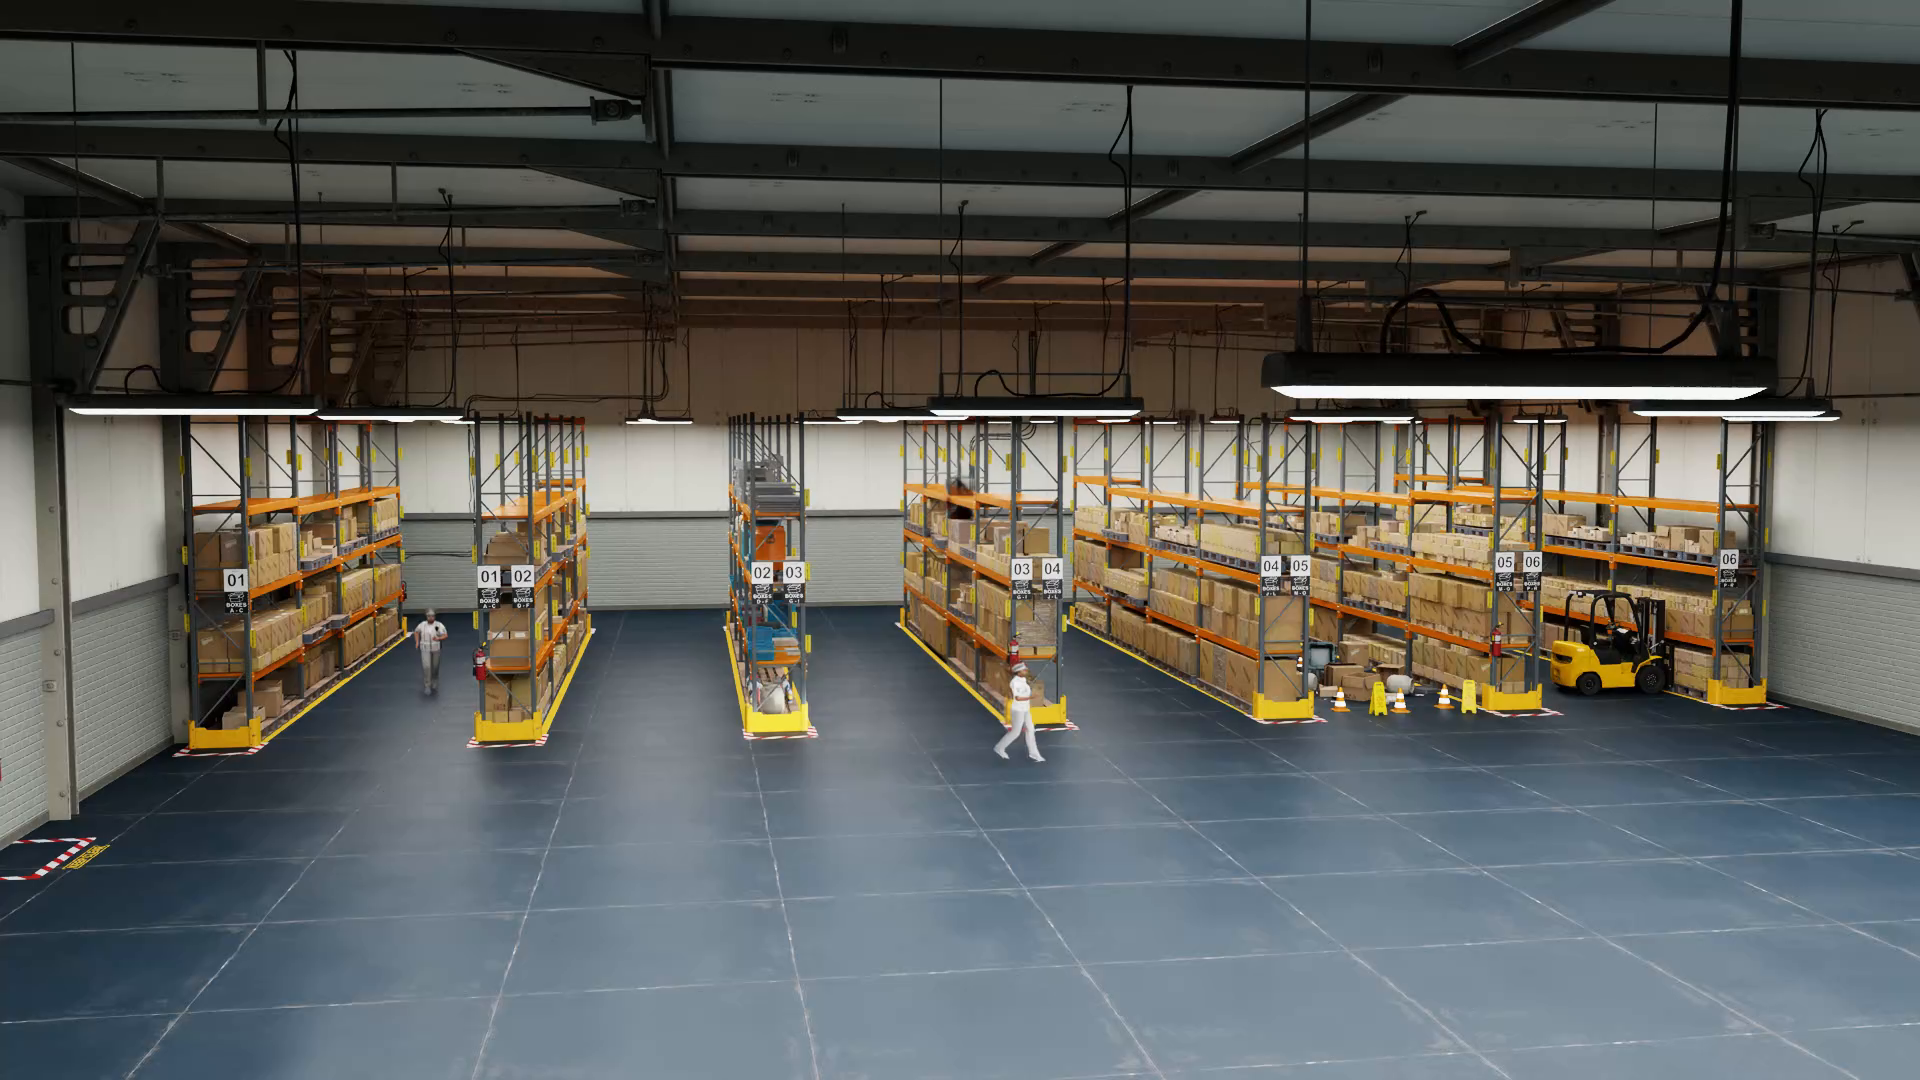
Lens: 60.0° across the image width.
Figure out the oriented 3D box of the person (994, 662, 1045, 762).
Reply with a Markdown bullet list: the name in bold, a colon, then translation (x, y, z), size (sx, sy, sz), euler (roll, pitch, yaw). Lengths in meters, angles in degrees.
- **person**: translation (1.013, 2.930, 28.354), size (0.883, 1.721, 0.574), euler (1, 4, 15)

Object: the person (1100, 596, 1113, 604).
- **person**: translation (4.399, 1.538, 49.642), size (0.683, 1.619, 0.611), euler (2, 4, 30)

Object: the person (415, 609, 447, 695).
- **person**: translation (-11.418, 2.376, 35.916), size (0.665, 1.797, 0.899), euler (-1, 4, -20)
